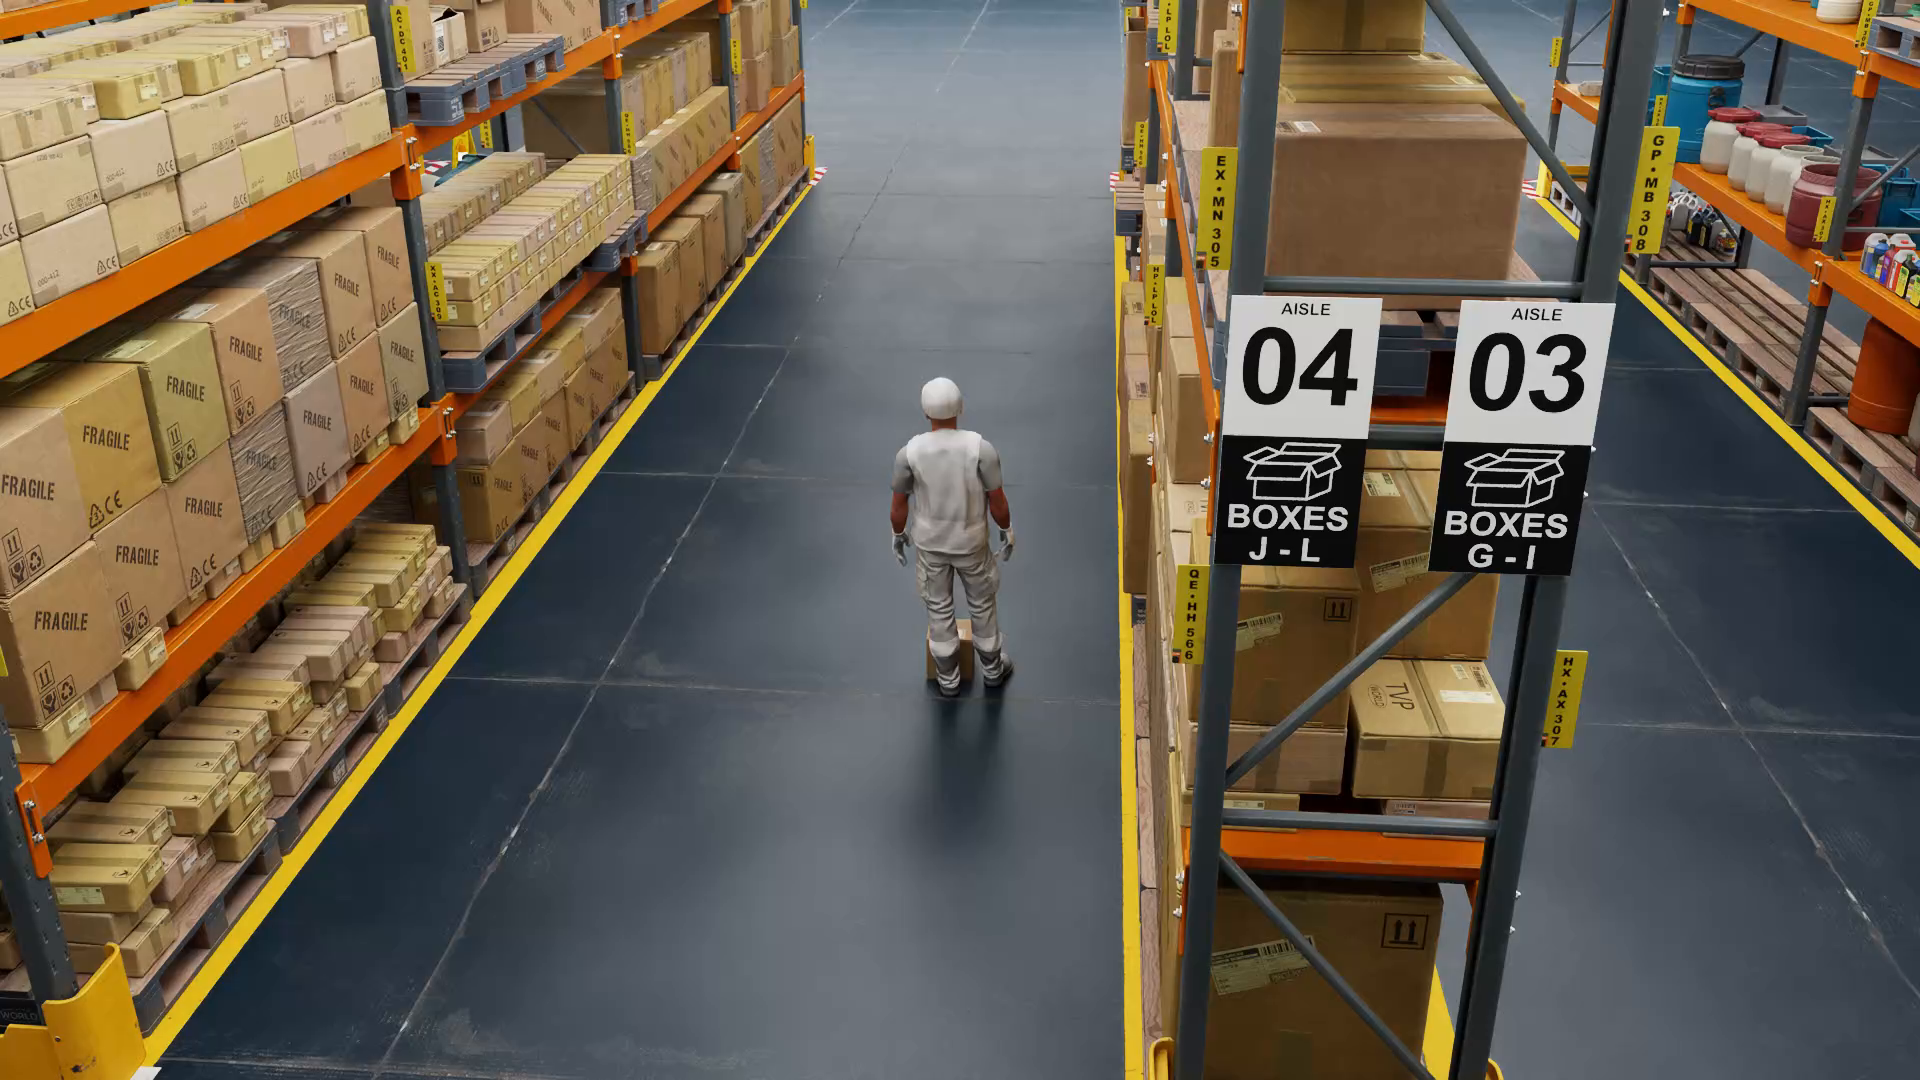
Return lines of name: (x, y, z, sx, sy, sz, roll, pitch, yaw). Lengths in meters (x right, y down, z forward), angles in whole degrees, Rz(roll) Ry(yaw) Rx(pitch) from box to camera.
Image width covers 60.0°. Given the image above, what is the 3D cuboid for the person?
person: (-0.030, -0.030, 8.616, 0.637, 1.788, 0.564, 2, 24, 4)
